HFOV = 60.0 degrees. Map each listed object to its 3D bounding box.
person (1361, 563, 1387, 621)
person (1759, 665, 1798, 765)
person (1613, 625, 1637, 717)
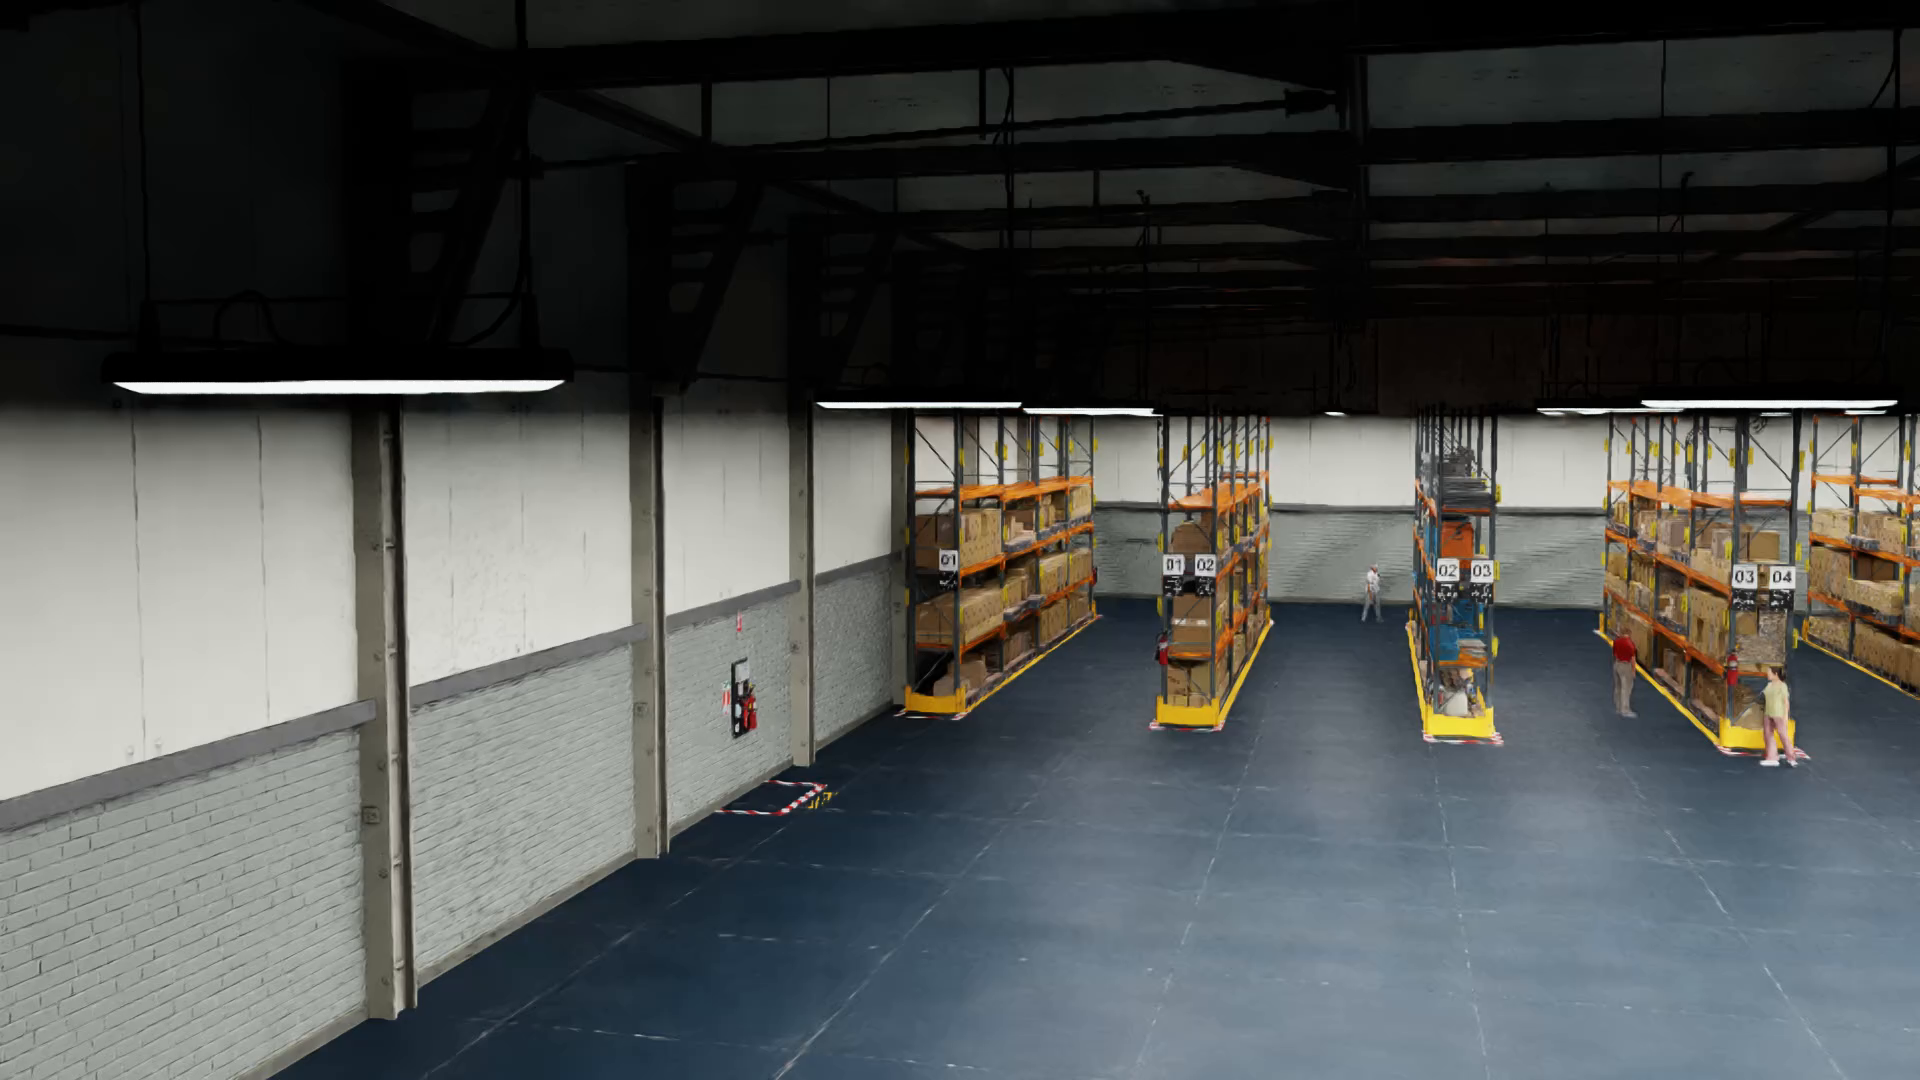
[{"bbox_3d":[11.706,1.460,47.075,0.720,1.658,0.527,-4,6,-43],"label":"person"},{"bbox_3d":[13.555,2.898,27.494,0.528,1.662,0.562,-1,4,-14],"label":"person"},{"bbox_3d":[12.870,2.508,32.091,0.450,1.731,0.563,-1,4,-17],"label":"person"}]
